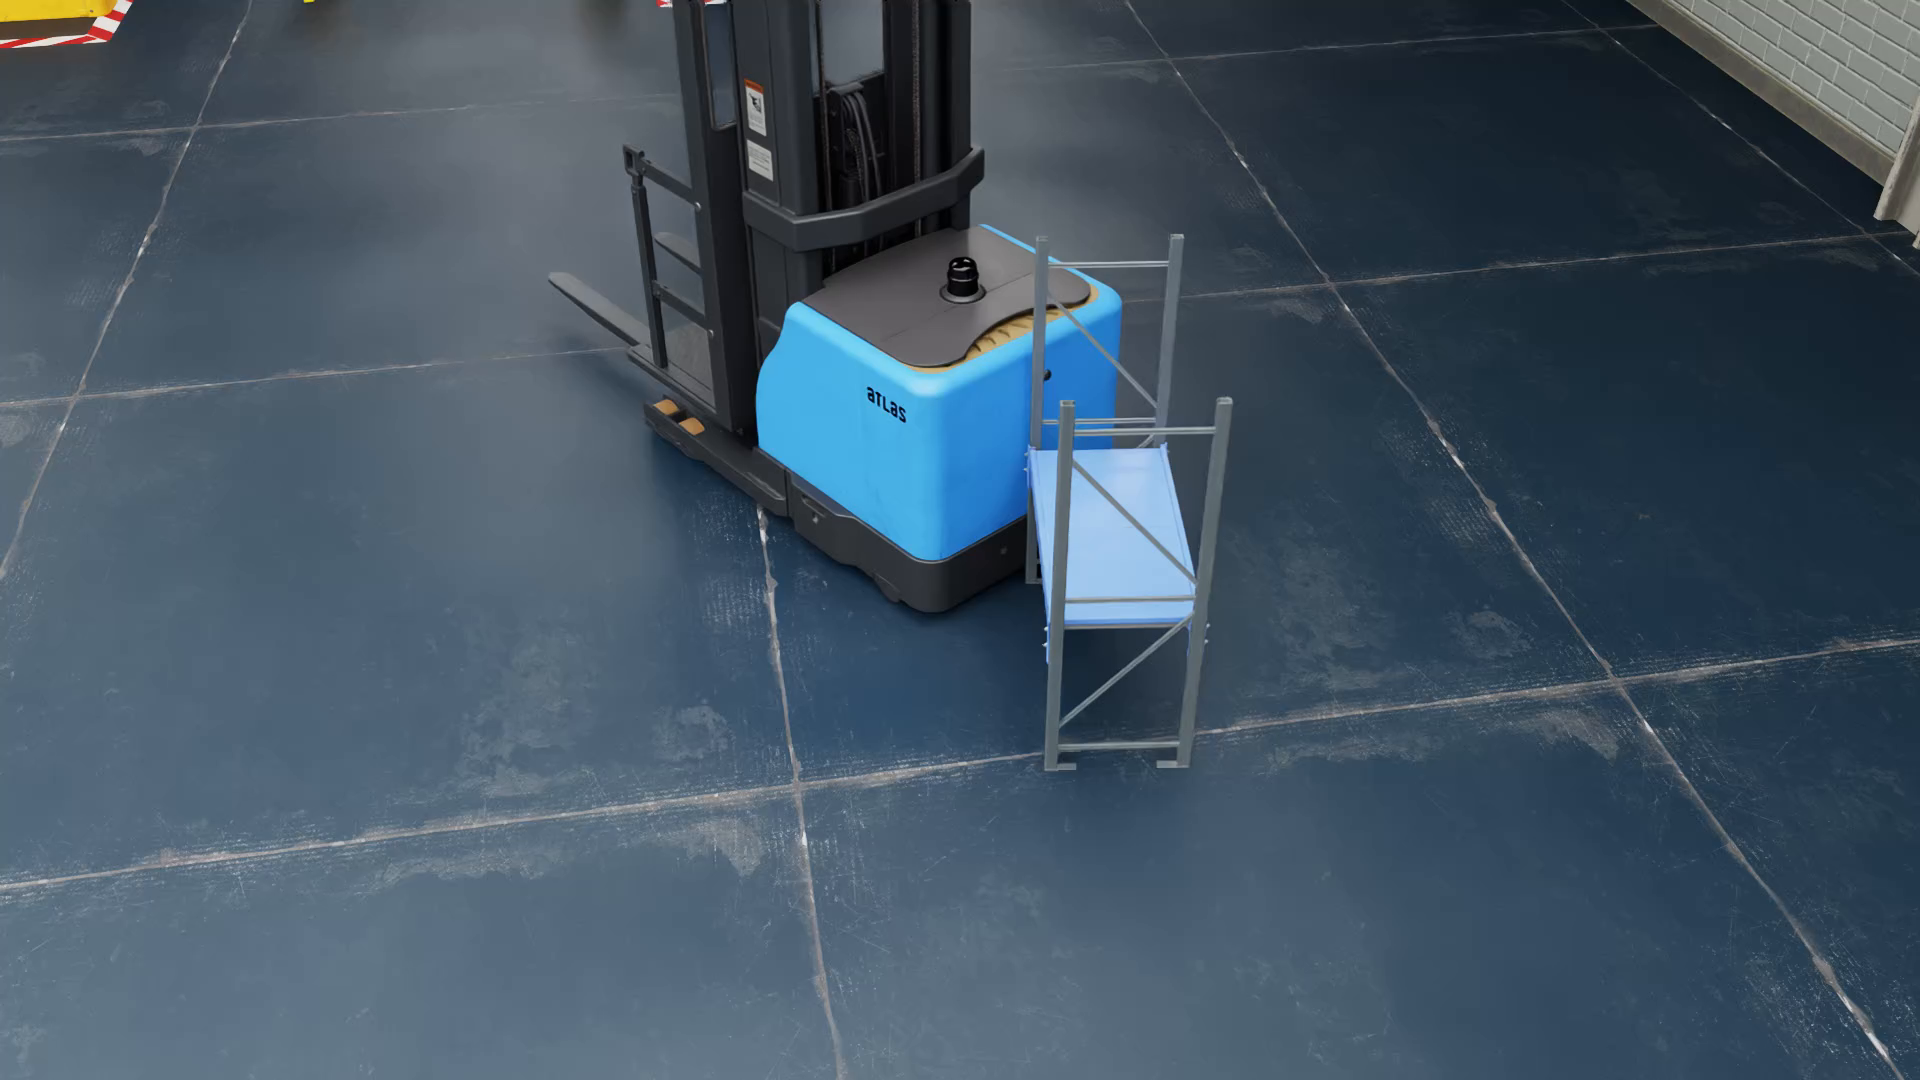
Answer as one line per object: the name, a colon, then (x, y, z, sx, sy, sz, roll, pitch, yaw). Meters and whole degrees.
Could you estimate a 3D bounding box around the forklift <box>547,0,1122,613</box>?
forklift: (-0.735, -1.705, 6.555, 1.130, 2.935, 3.031, -29, 46, -32)

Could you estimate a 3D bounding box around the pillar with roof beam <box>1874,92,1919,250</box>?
pillar with roof beam: (0.896, -4.746, 5.524, 9.100, 9.000, 0.400, -6, 38, -8)

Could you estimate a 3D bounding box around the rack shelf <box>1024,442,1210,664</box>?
rack shelf: (0.524, 0.022, 5.792, 0.538, 0.185, 1.000, -1, 38, -1)

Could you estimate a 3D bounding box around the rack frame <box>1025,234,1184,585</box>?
rack frame: (0.507, -0.432, 6.083, 0.500, 1.500, 0.032, -1, 38, -1)

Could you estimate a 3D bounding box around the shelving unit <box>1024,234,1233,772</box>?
shelving unit: (0.524, -0.120, 5.682, 0.538, 1.500, 1.048, -1, 38, -1)

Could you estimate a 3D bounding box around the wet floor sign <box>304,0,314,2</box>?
wet floor sign: (-4.471, -4.083, 11.480, 0.267, 0.644, 0.232, -13, 40, -16)

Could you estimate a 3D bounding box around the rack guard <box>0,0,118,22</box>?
rack guard: (-6.421, -3.816, 11.254, 1.175, 0.500, 0.348, -6, 38, -8)

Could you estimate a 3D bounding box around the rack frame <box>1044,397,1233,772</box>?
rack frame: (0.540, 0.192, 5.281, 0.500, 1.500, 0.032, -1, 38, -1)
